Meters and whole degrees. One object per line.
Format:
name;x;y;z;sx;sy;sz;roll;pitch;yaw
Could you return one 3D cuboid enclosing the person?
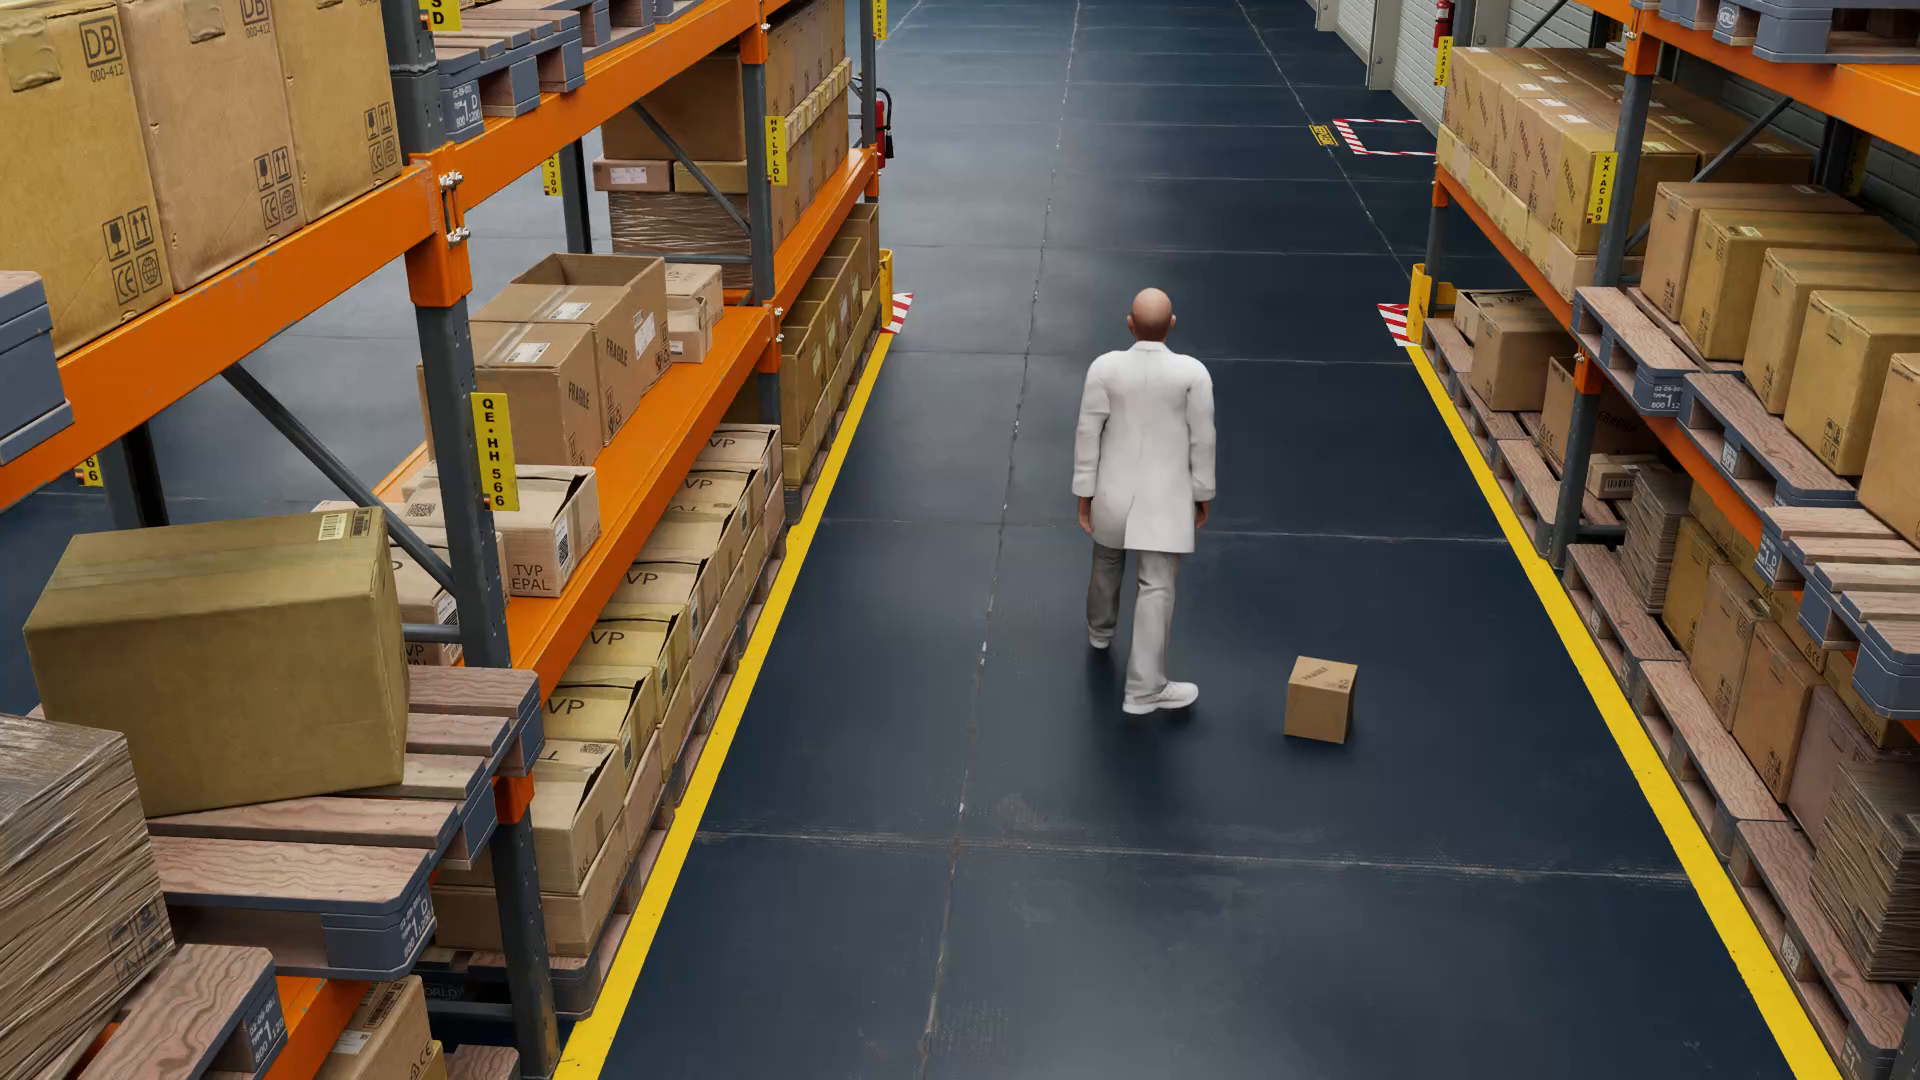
person;0.783;-0.211;7.098;0.659;1.747;0.991;8;25;17
